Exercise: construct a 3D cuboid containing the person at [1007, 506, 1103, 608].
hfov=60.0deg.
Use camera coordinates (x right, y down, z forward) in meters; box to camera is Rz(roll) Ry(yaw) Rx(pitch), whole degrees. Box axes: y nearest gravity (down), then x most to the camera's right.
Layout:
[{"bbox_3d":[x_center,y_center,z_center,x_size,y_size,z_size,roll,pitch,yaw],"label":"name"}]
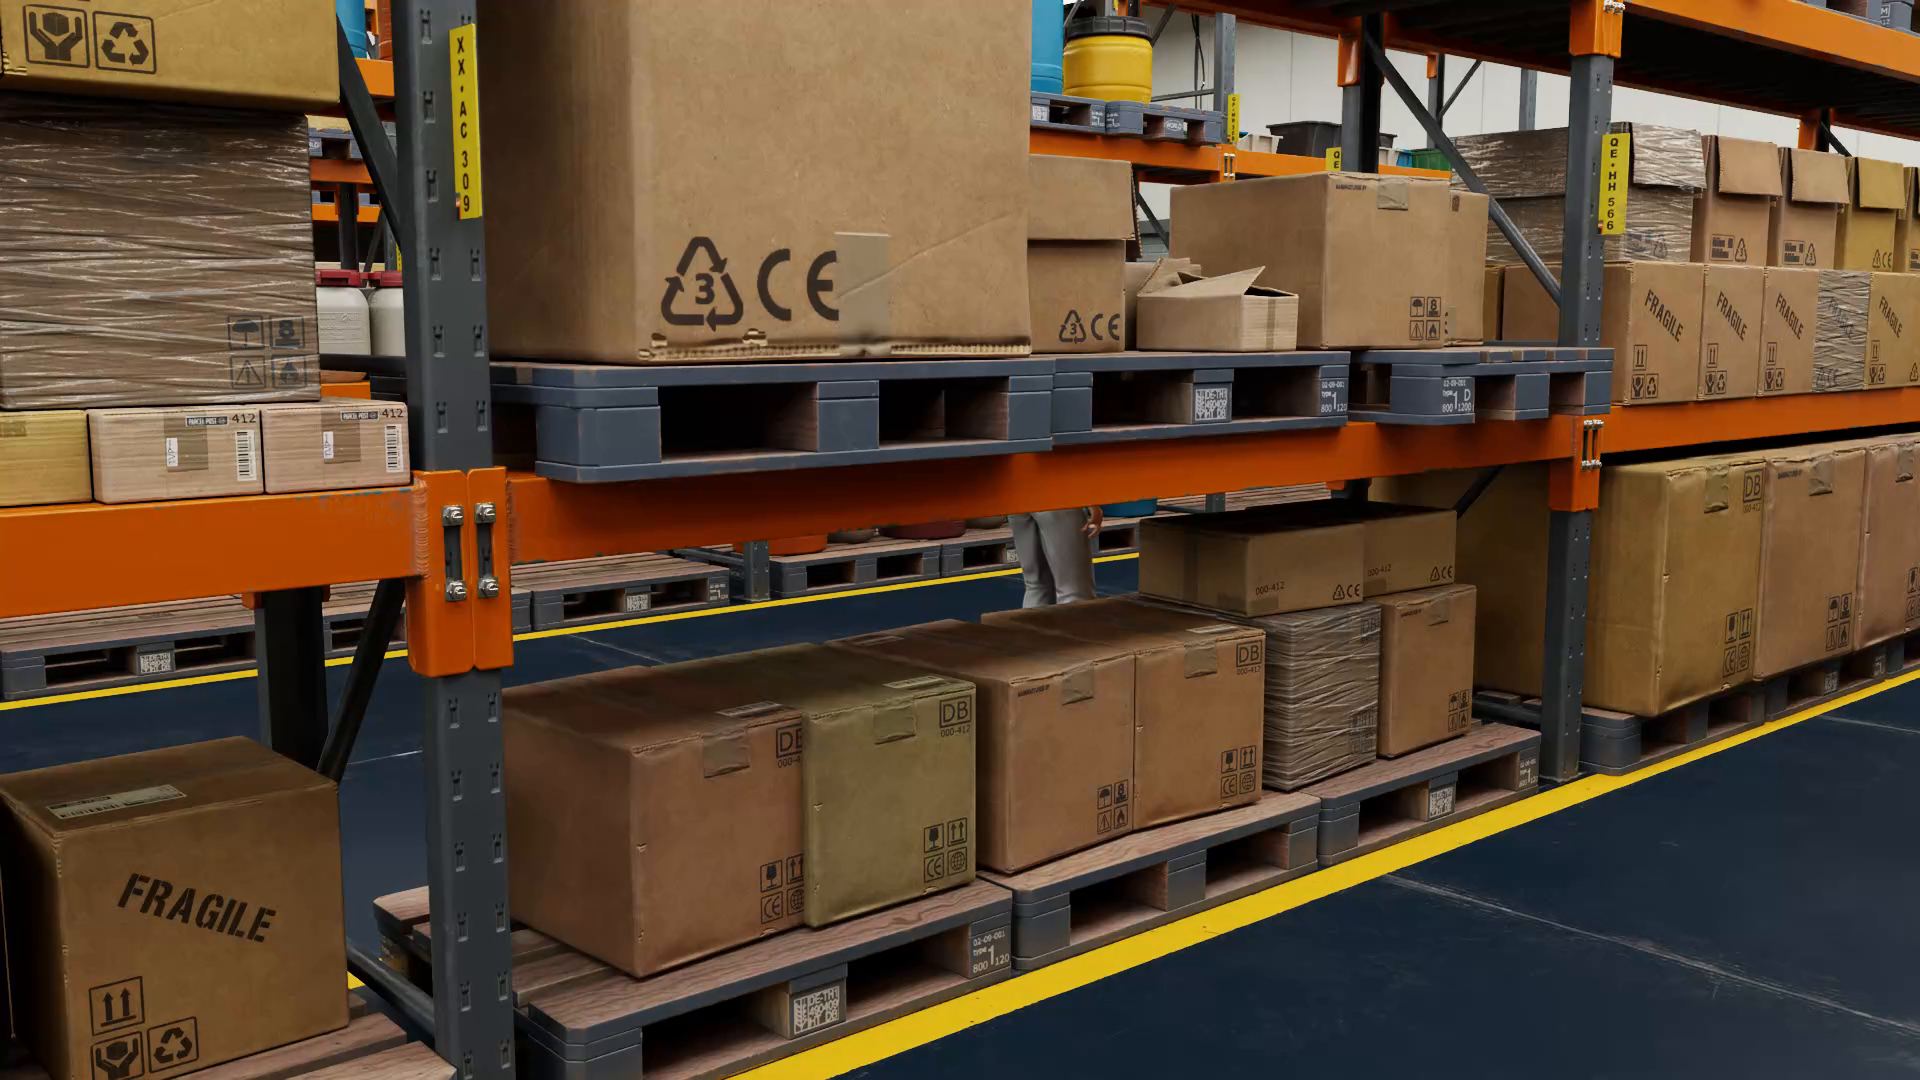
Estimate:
[{"bbox_3d":[0.397,-0.139,6.855,0.414,1.672,0.514,-7,10,-44],"label":"person"}]
